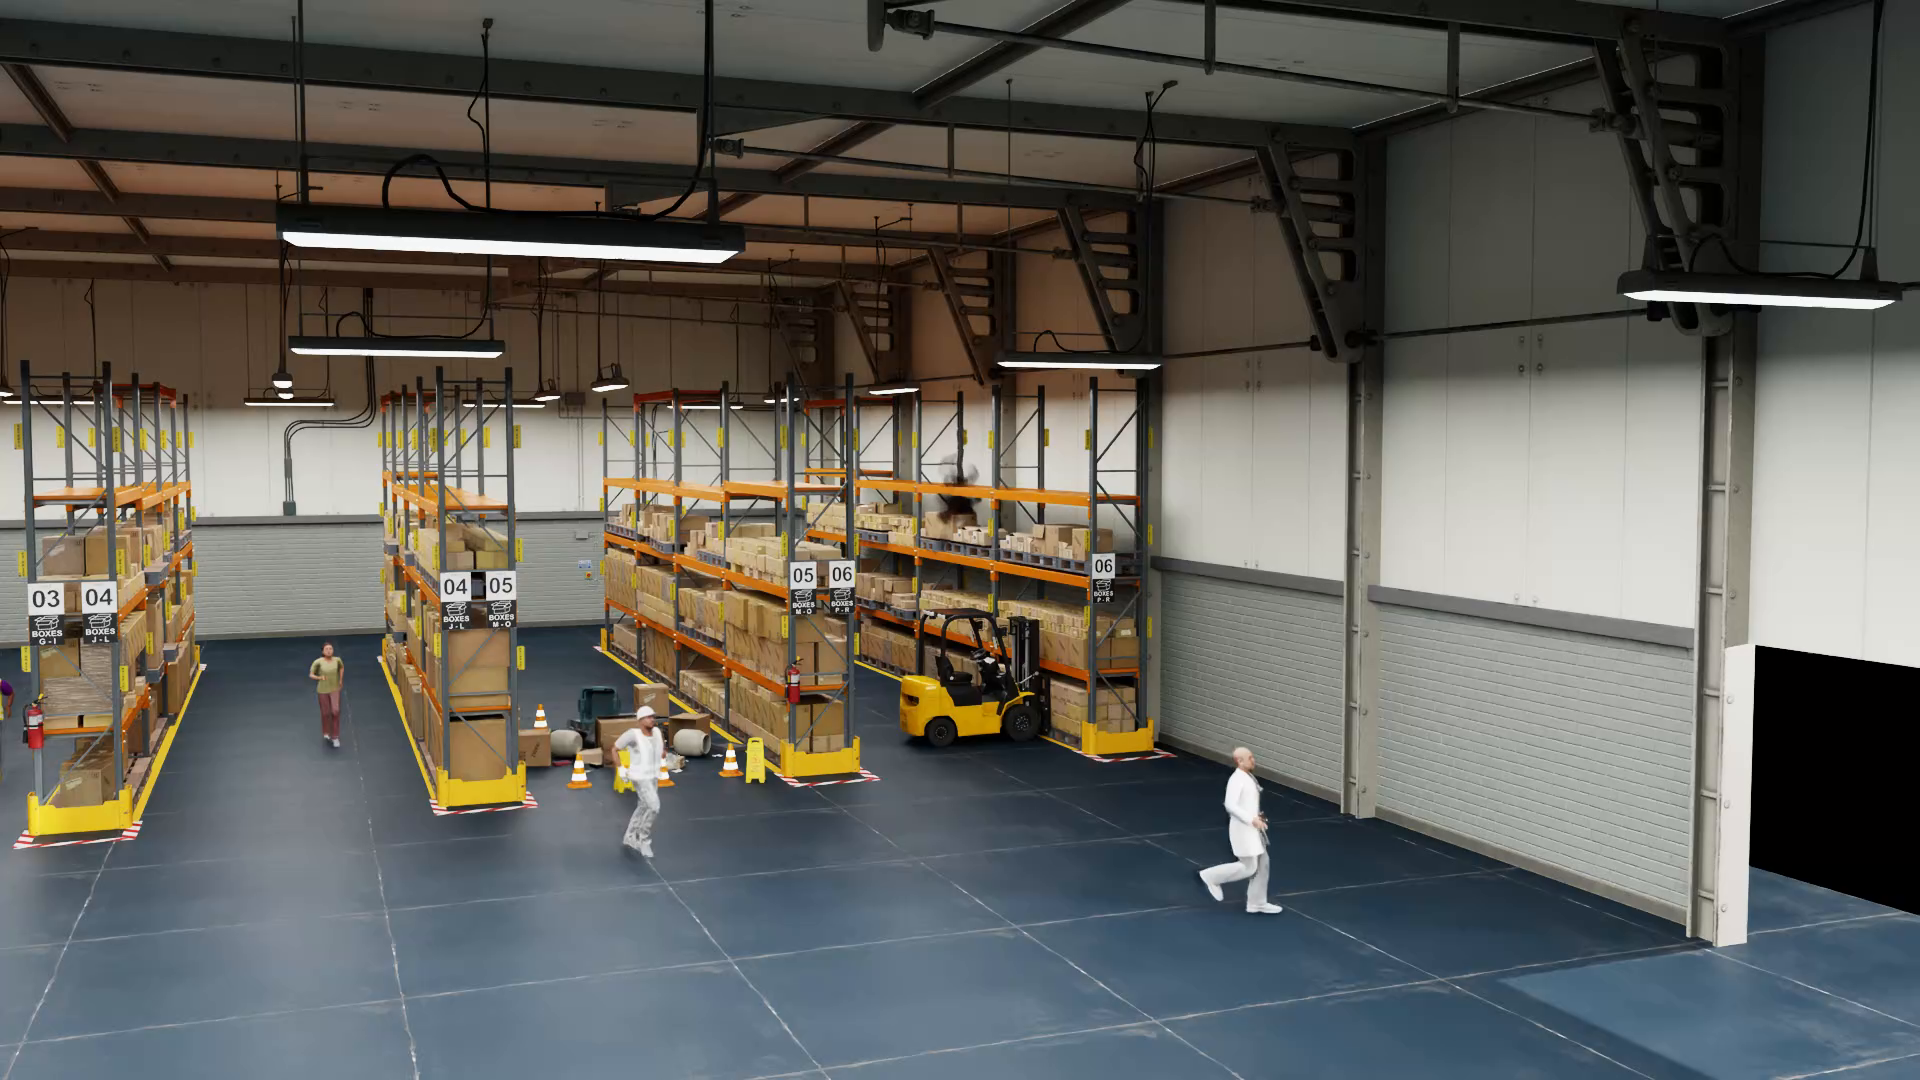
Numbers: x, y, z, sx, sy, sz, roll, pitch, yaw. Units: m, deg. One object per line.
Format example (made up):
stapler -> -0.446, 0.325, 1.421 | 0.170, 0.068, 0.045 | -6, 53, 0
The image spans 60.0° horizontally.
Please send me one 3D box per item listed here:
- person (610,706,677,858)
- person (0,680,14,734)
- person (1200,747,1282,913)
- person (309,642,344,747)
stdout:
person -> -3.791, 2.917, 20.119 | 0.754, 1.824, 0.657 | 2, 4, 27
person -> -14.080, 2.645, 24.040 | 0.695, 1.770, 0.962 | -2, 4, -26
person -> 2.988, 3.063, 17.601 | 0.865, 1.745, 0.726 | 1, 4, 21
person -> -10.400, 2.532, 27.339 | 0.559, 1.724, 0.743 | -2, 4, -25
